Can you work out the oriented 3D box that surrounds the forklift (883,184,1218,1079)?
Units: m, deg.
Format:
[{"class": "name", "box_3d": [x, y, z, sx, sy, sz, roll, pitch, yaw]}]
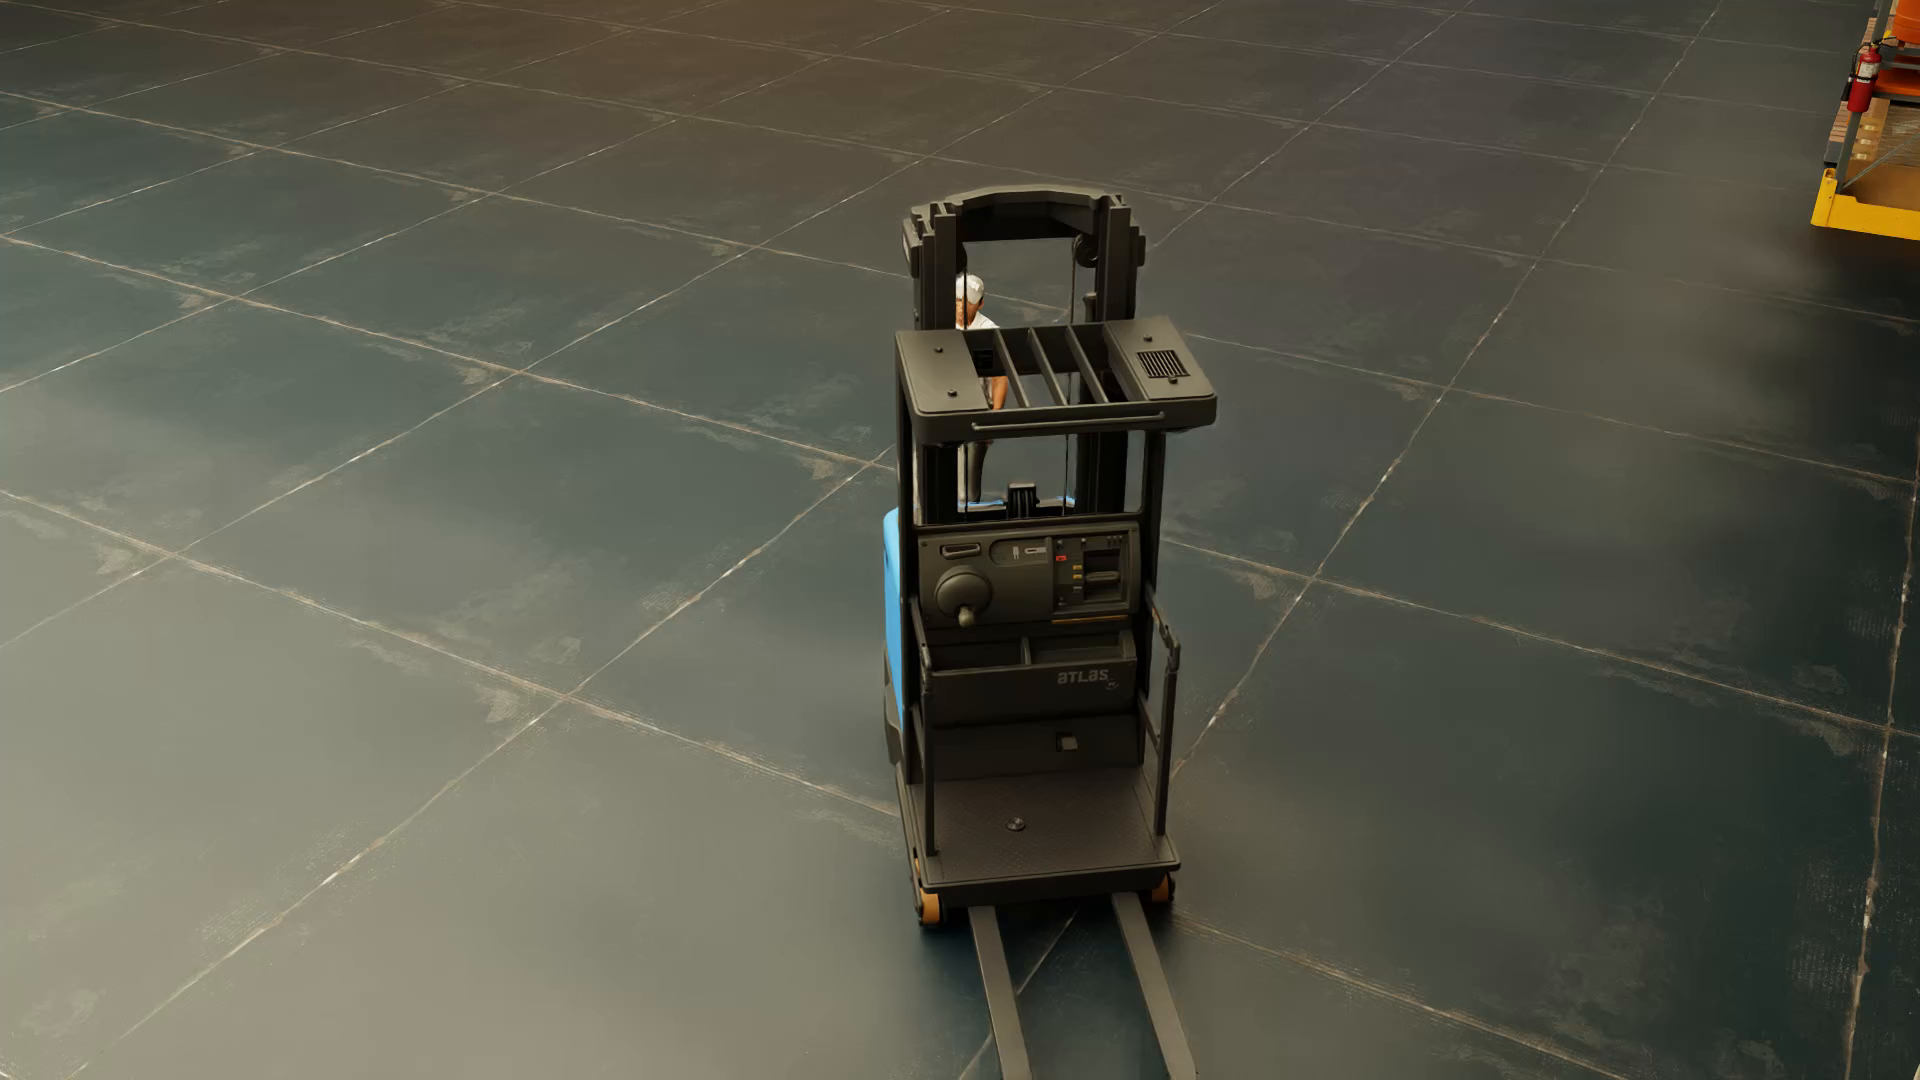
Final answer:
[{"class": "forklift", "box_3d": [0.324, 0.194, 6.734, 1.130, 2.935, 3.031, -4, 30, -7]}]

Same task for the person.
[{"class": "person", "box_3d": [-0.057, -0.700, 9.534, 0.599, 1.670, 0.529, 15, 33, 25]}]
